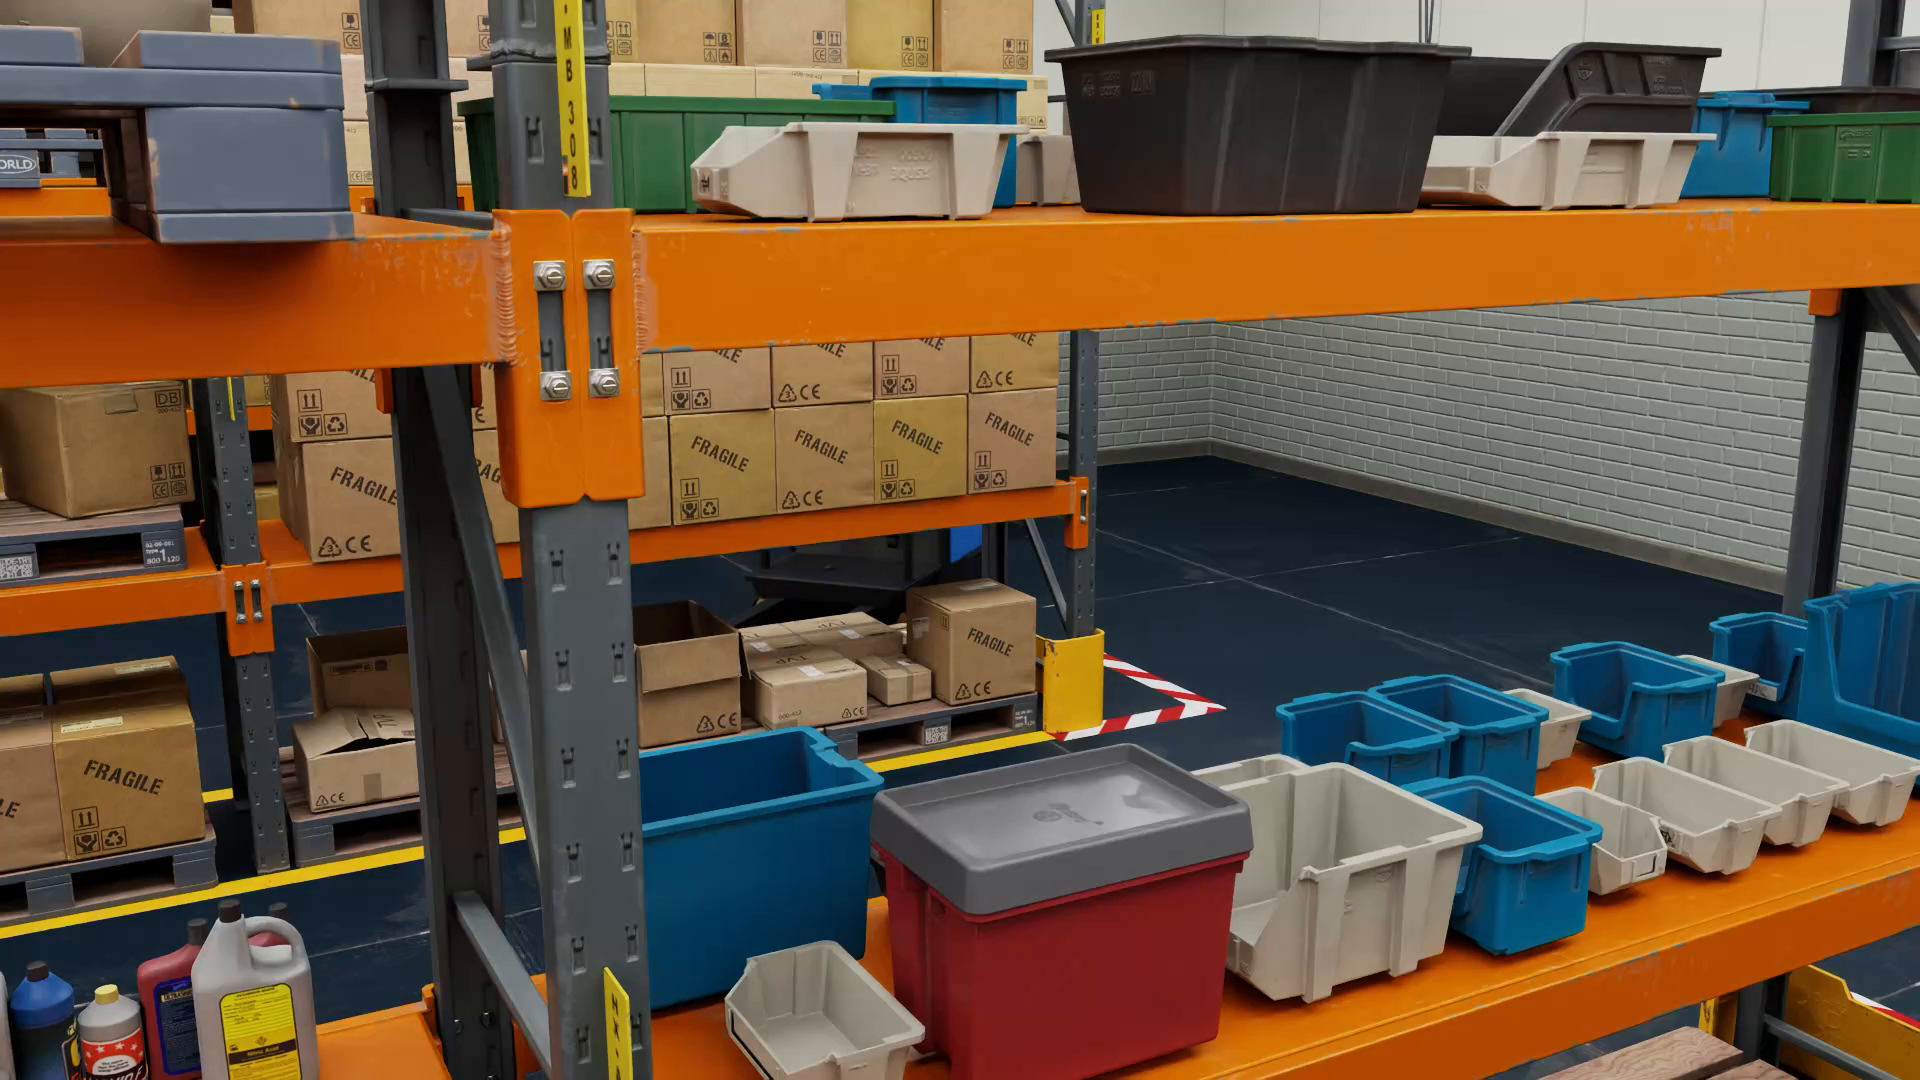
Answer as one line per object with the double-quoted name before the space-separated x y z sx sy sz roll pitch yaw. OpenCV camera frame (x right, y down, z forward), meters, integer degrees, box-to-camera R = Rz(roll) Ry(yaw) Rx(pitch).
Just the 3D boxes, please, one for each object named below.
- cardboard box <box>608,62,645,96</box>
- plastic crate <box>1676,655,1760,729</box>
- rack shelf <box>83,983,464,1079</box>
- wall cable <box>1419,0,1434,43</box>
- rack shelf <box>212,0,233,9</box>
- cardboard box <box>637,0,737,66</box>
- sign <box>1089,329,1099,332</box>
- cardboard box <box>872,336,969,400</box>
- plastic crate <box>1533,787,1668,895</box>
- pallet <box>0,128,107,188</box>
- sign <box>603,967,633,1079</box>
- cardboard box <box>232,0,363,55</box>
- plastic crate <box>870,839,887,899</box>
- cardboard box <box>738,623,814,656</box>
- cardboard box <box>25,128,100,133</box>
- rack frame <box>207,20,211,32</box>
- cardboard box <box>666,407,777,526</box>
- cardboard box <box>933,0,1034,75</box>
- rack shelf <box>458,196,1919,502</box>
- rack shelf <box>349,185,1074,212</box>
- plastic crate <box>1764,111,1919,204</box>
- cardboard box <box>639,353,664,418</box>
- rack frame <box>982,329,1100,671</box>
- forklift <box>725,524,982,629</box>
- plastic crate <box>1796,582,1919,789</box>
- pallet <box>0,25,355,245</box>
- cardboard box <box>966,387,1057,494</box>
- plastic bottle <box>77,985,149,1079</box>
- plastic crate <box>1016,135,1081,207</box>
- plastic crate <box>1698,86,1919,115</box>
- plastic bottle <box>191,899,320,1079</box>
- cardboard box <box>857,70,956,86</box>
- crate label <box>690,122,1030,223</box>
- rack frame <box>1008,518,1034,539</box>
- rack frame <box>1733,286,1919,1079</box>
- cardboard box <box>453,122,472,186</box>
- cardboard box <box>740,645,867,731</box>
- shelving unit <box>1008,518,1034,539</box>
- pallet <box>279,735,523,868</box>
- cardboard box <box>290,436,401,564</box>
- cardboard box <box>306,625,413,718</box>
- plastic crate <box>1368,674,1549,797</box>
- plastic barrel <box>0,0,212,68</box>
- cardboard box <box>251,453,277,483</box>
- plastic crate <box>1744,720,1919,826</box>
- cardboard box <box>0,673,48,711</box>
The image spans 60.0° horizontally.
"cardboard box" -1.669 -1.910 7.137 0.500 0.250 0.500 -7 14 -28
"plastic crate" 2.088 0.444 4.767 0.298 0.136 0.250 -7 14 -28
"rack shelf" -2.483 1.347 1.932 4.000 0.370 1.077 -7 14 -28
"wall cable" 3.172 -3.483 15.161 0.112 2.526 3.097 -7 14 -28
"rack shelf" -3.719 -3.715 11.670 4.000 0.370 1.077 -7 14 -28
"cardboard box" -1.380 -2.389 7.556 0.500 0.500 0.700 -7 14 -28
"sign" 0.662 -1.200 8.254 0.005 0.325 0.100 -7 14 -28
"cardboard box" -0.288 -0.974 8.100 0.500 0.500 0.500 -6 14 -26
"plastic crate" 1.410 0.681 3.715 0.250 0.136 0.298 -7 14 -28
"pallet" -3.704 -1.486 6.478 1.003 0.211 1.213 -7 14 -28
"sign" -0.465 0.757 2.285 0.005 0.325 0.100 -7 14 -28
"cardboard box" -2.689 -2.228 6.841 0.500 0.500 0.700 -7 14 -28
"plastic crate" 0.126 0.721 3.565 0.590 0.125 0.437 -7 14 -28
"cardboard box" -1.077 0.644 8.676 0.500 0.250 0.500 -7 14 -28
"cardboard box" -3.575 -1.897 6.461 0.600 0.600 0.600 -8 15 -33
"rack frame" -3.097 -3.096 6.372 0.127 3.000 1.000 -7 14 -28
"cardboard box" -1.186 -0.380 7.738 0.500 0.500 0.500 -7 14 -29
"cardboard box" -0.030 -2.533 8.197 0.500 0.500 0.700 -7 14 -28
"rack shelf" 1.028 -0.537 3.472 4.000 0.370 1.077 -7 14 -28
"rack shelf" -1.342 -1.492 7.716 4.000 0.370 1.077 -7 14 -28
"plastic crate" 2.055 -0.837 3.646 0.336 0.188 0.450 -7 14 -28
"cardboard box" -1.645 -0.810 7.371 0.500 0.500 0.500 -7 15 -30
"rack frame" 0.413 -0.590 8.901 0.127 3.000 1.000 -7 14 -28
"forklift" -0.694 -0.916 10.503 1.130 2.935 3.031 5 13 20
"plastic crate" 2.579 0.389 4.331 0.499 0.435 0.616 -7 14 -28
"pallet" -1.369 -0.485 2.029 1.003 0.211 1.213 -7 14 -28
"cardboard box" 0.151 -0.540 8.447 0.500 0.500 0.500 -6 14 -26
"plastic bottle" -1.463 0.868 2.871 0.097 0.201 0.097 0 13 0
"plastic crate" 0.207 -0.757 3.408 0.466 0.136 0.293 -7 14 -28
"plastic crate" 2.312 -1.048 4.401 0.590 0.269 0.497 -7 14 -28
"plastic bottle" -1.227 0.788 2.887 0.185 0.351 0.144 -7 14 -28
"cardboard box" -0.354 -2.069 7.841 0.500 0.250 0.500 -7 14 -28
"crate label" -0.159 -0.545 2.469 0.466 0.136 0.293 -7 14 -28
"rack frame" 0.452 -0.603 13.226 0.032 1.125 0.500 -7 14 -28
"rack frame" 2.784 0.365 4.658 0.127 3.000 1.000 -7 14 -28
"cardboard box" -2.111 -1.615 6.964 0.500 0.250 0.500 -7 14 -28
"cardboard box" -0.794 0.735 8.271 0.500 0.250 0.500 -7 14 -28
"shelving unit" 0.006 -0.549 12.989 1.048 1.125 0.538 -7 14 -28
"pallet" -2.494 1.119 7.657 1.213 0.211 1.003 -7 14 -28
"cardboard box" -2.520 -0.220 7.025 0.500 0.500 0.500 -6 14 -26
"cardboard box" -2.733 0.721 7.766 0.500 0.500 0.500 -7 14 -28
"plastic crate" 1.253 0.518 4.220 0.300 0.233 0.416 -7 14 -28
"plastic barrel" -1.309 -0.942 2.366 0.433 0.535 0.433 0 13 0
"cardboard box" -4.991 -0.508 11.792 0.250 0.149 0.380 -7 14 -28
"plastic crate" 2.155 0.585 4.144 0.243 0.136 0.396 -7 14 -28
"cardboard box" -4.102 0.897 6.981 0.500 0.500 0.500 -7 14 -27
